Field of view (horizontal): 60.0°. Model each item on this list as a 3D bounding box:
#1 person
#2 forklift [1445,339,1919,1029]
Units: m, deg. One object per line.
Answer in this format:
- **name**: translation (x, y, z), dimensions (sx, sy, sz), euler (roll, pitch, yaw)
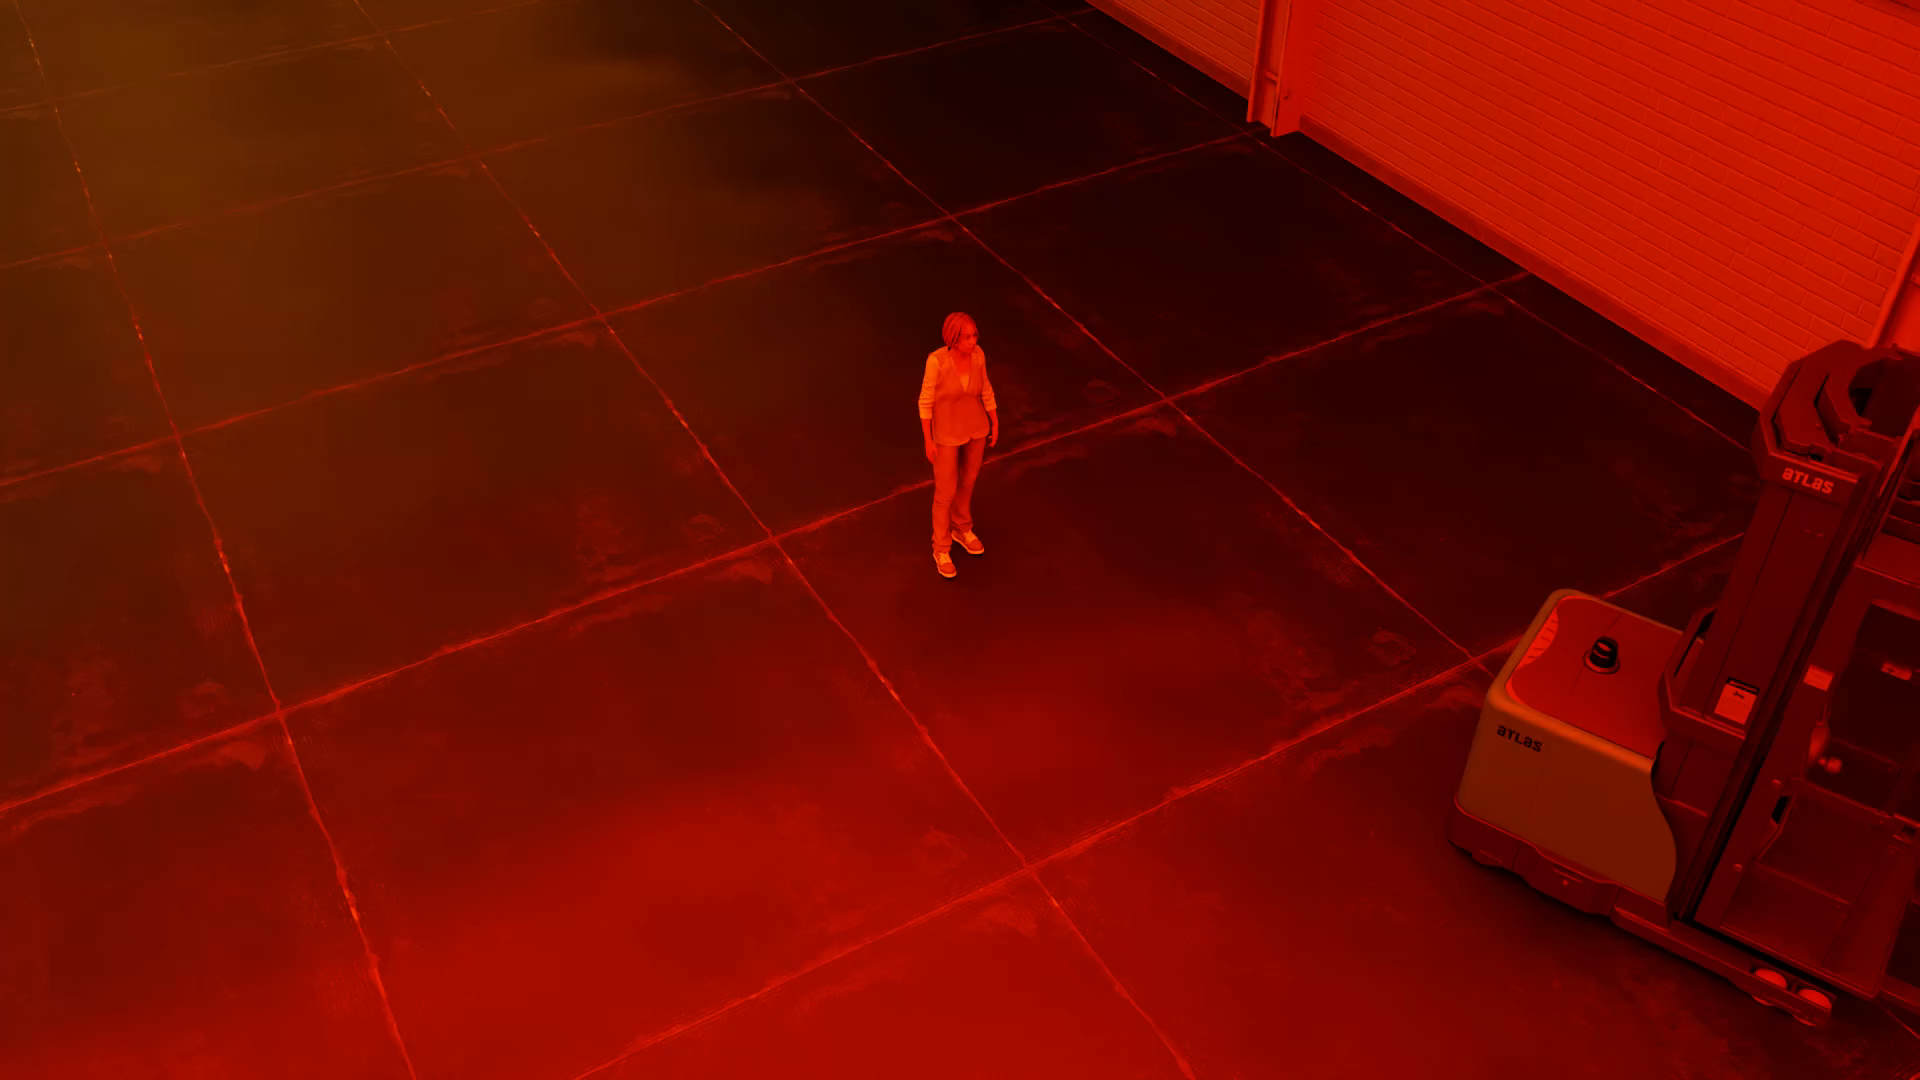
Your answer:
- **person**: translation (0.024, -0.574, 9.764), dimensions (0.520, 1.593, 0.475), euler (-20, 44, -23)
- **forklift**: translation (3.961, 0.712, 7.178), dimensions (3.031, 2.935, 1.130), euler (24, 45, 26)
